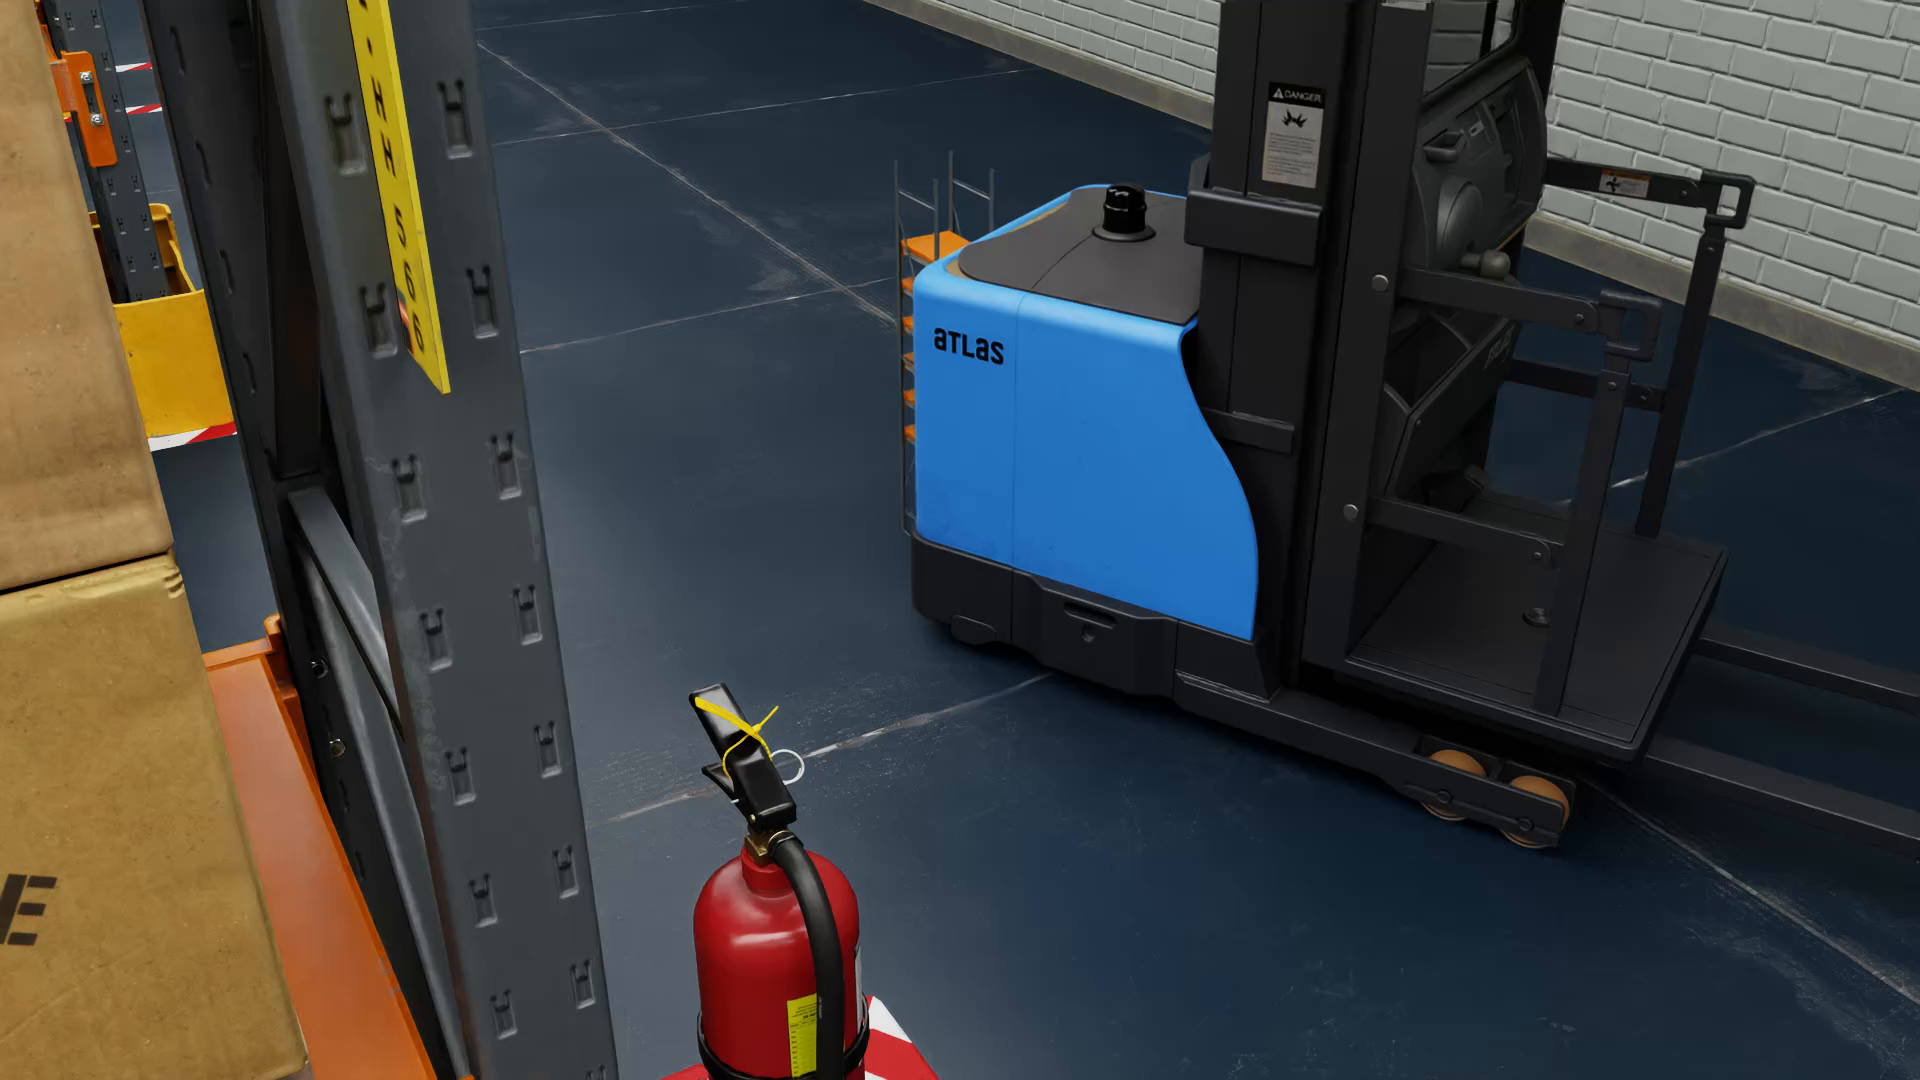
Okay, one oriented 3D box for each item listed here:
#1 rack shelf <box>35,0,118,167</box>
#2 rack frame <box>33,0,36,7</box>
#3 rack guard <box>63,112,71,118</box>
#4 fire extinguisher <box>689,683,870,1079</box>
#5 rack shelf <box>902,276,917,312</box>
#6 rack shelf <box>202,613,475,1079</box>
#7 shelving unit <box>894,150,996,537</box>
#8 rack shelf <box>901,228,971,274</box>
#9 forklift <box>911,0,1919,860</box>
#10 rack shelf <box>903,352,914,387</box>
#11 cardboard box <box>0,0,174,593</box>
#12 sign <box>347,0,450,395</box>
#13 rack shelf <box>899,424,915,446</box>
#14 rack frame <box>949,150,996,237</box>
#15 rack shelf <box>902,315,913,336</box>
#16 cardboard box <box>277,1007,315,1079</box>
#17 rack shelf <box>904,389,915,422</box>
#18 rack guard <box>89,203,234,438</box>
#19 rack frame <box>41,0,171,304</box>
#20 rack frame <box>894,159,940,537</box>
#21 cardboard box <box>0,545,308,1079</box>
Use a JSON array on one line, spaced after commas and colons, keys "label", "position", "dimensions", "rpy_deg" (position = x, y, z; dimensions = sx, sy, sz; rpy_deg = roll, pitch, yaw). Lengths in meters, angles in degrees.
[{"label": "rack shelf", "position": [-4.789, -1.138, 4.953], "dimensions": [4.000, 0.370, 1.077], "rpy_deg": [-16, 33, -26]}, {"label": "rack frame", "position": [-5.574, -4.006, 9.405], "dimensions": [0.127, 3.000, 1.000], "rpy_deg": [-16, 33, -26]}, {"label": "rack guard", "position": [-5.559, -2.923, 10.029], "dimensions": [0.348, 0.500, 1.175], "rpy_deg": [-16, 33, -26]}, {"label": "fire extinguisher", "position": [-0.188, 0.476, 1.749], "dimensions": [0.183, 0.674, 0.296], "rpy_deg": [-16, 33, -26]}, {"label": "rack shelf", "position": [-0.044, -0.701, 4.873], "dimensions": [0.180, 0.103, 0.258], "rpy_deg": [-17, 33, -27]}, {"label": "rack shelf", "position": [-2.363, 0.953, 1.164], "dimensions": [4.000, 0.370, 1.077], "rpy_deg": [-16, 33, -26]}, {"label": "shelving unit", "position": [-0.044, -0.530, 4.968], "dimensions": [0.189, 1.200, 0.258], "rpy_deg": [-17, 33, -27]}, {"label": "rack shelf", "position": [-0.044, -0.806, 4.815], "dimensions": [0.180, 0.103, 0.258], "rpy_deg": [-17, 33, -27]}, {"label": "forklift", "position": [1.381, -0.849, 3.756], "dimensions": [3.031, 2.935, 1.130], "rpy_deg": [17, 33, 28]}, {"label": "rack shelf", "position": [-0.044, -0.491, 4.989], "dimensions": [0.180, 0.103, 0.258], "rpy_deg": [-17, 33, -27]}, {"label": "cardboard box", "position": [-0.907, -0.248, 1.149], "dimensions": [0.500, 0.500, 0.500], "rpy_deg": [-17, 33, -27]}, {"label": "sign", "position": [-0.375, -0.261, 1.093], "dimensions": [0.005, 0.325, 0.100], "rpy_deg": [-16, 33, -26]}, {"label": "rack shelf", "position": [-0.044, -0.281, 5.105], "dimensions": [0.180, 0.103, 0.258], "rpy_deg": [-17, 33, -27]}, {"label": "rack frame", "position": [0.034, -0.553, 5.010], "dimensions": [0.006, 1.200, 0.240], "rpy_deg": [-17, 33, -27]}, {"label": "rack shelf", "position": [-0.044, -0.596, 4.931], "dimensions": [0.180, 0.103, 0.258], "rpy_deg": [-17, 33, -27]}, {"label": "cardboard box", "position": [-0.777, 0.456, 1.580], "dimensions": [0.250, 0.149, 0.380], "rpy_deg": [-16, 33, -26]}, {"label": "rack shelf", "position": [-0.044, -0.386, 5.047], "dimensions": [0.180, 0.103, 0.258], "rpy_deg": [-17, 33, -27]}, {"label": "rack guard", "position": [-3.044, -0.854, 6.281], "dimensions": [0.348, 0.500, 1.175], "rpy_deg": [-16, 33, -26]}, {"label": "rack frame", "position": [-3.064, -1.943, 5.666], "dimensions": [0.127, 3.000, 1.000], "rpy_deg": [-16, 33, -26]}, {"label": "rack frame", "position": [-0.122, -0.506, 4.926], "dimensions": [0.006, 1.200, 0.240], "rpy_deg": [-17, 33, -27]}, {"label": "cardboard box", "position": [-0.896, 0.191, 1.388], "dimensions": [0.500, 0.500, 0.500], "rpy_deg": [-15, 32, -25]}]
